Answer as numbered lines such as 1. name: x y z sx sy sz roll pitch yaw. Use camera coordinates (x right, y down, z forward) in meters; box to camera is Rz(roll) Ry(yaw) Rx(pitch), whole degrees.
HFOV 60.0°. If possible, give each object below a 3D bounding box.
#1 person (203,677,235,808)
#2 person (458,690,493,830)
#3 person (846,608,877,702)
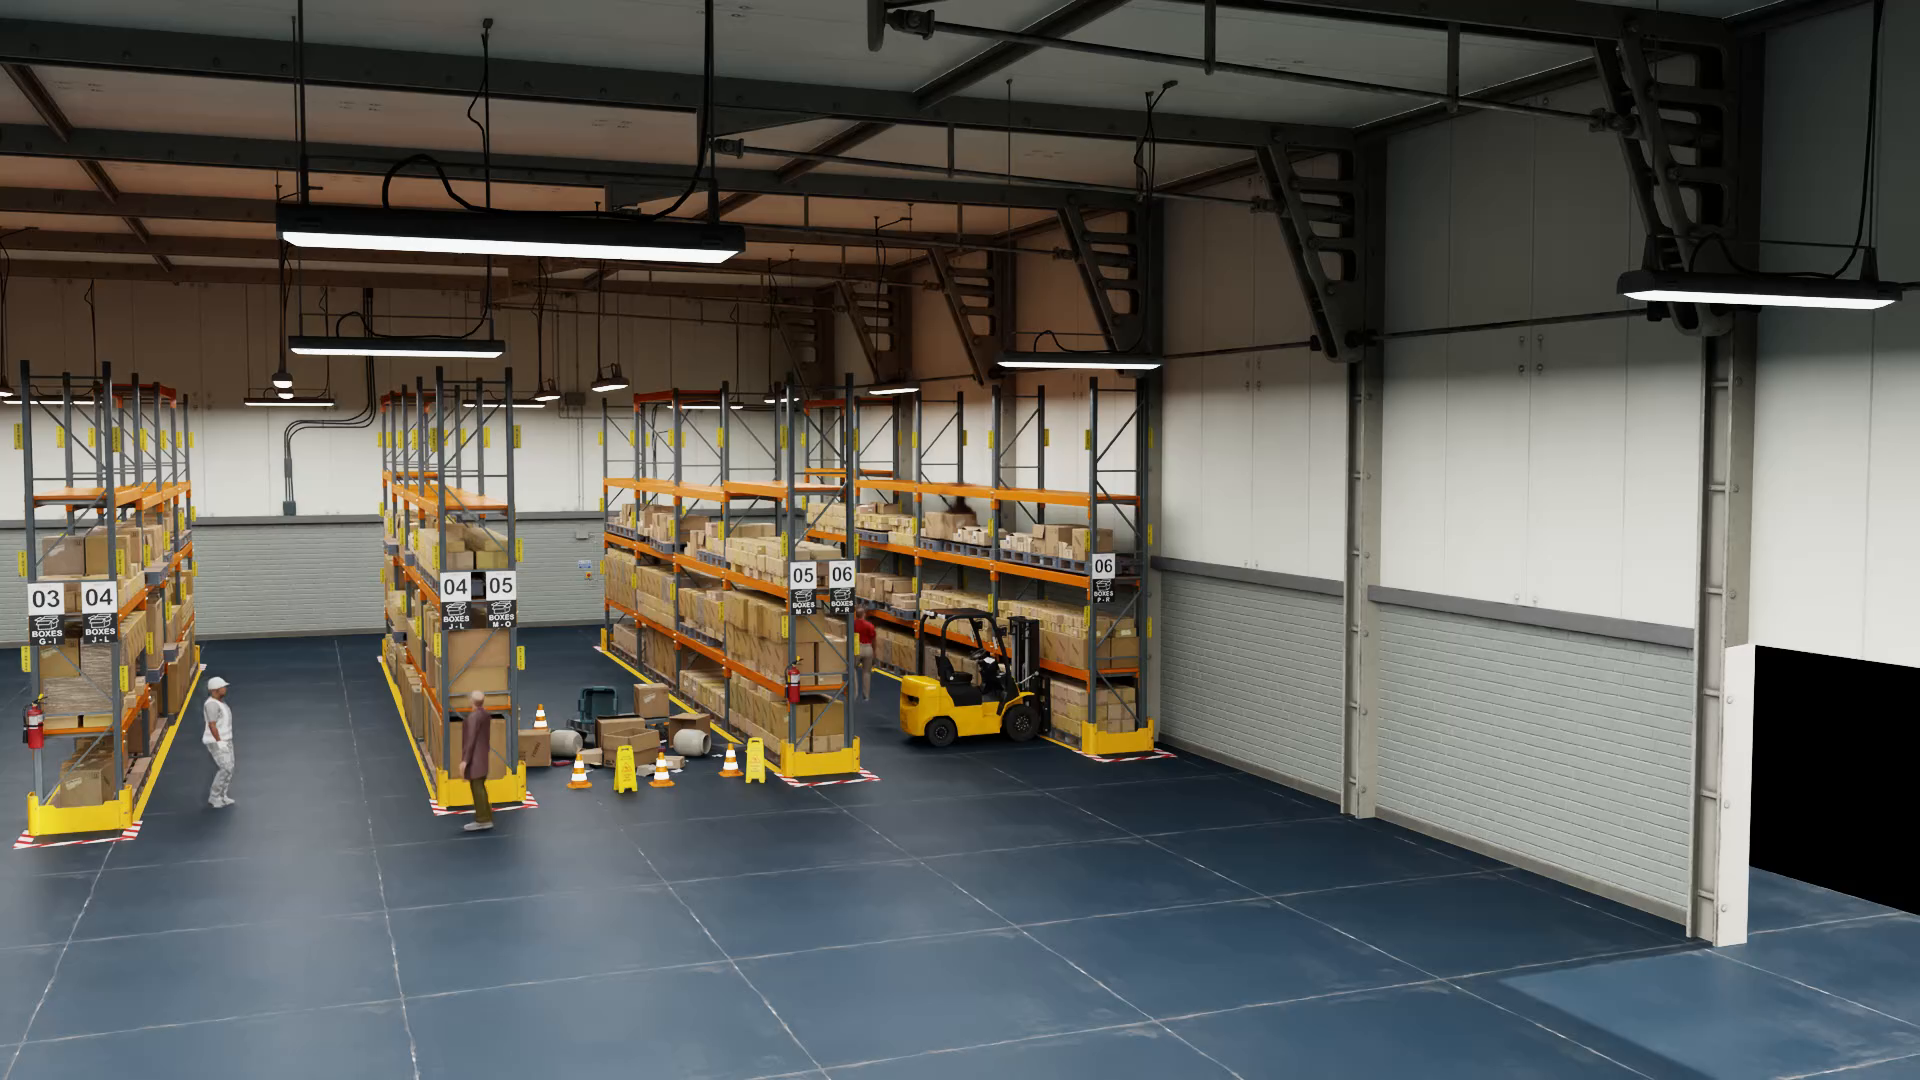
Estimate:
1. person: -10.148 2.780 22.826 0.455 1.817 0.597 0 3 1
2. person: -6.205 2.834 21.376 0.393 1.812 0.652 0 3 -2
3. person: -1.796 2.104 30.340 0.588 1.758 0.530 -1 3 -10
